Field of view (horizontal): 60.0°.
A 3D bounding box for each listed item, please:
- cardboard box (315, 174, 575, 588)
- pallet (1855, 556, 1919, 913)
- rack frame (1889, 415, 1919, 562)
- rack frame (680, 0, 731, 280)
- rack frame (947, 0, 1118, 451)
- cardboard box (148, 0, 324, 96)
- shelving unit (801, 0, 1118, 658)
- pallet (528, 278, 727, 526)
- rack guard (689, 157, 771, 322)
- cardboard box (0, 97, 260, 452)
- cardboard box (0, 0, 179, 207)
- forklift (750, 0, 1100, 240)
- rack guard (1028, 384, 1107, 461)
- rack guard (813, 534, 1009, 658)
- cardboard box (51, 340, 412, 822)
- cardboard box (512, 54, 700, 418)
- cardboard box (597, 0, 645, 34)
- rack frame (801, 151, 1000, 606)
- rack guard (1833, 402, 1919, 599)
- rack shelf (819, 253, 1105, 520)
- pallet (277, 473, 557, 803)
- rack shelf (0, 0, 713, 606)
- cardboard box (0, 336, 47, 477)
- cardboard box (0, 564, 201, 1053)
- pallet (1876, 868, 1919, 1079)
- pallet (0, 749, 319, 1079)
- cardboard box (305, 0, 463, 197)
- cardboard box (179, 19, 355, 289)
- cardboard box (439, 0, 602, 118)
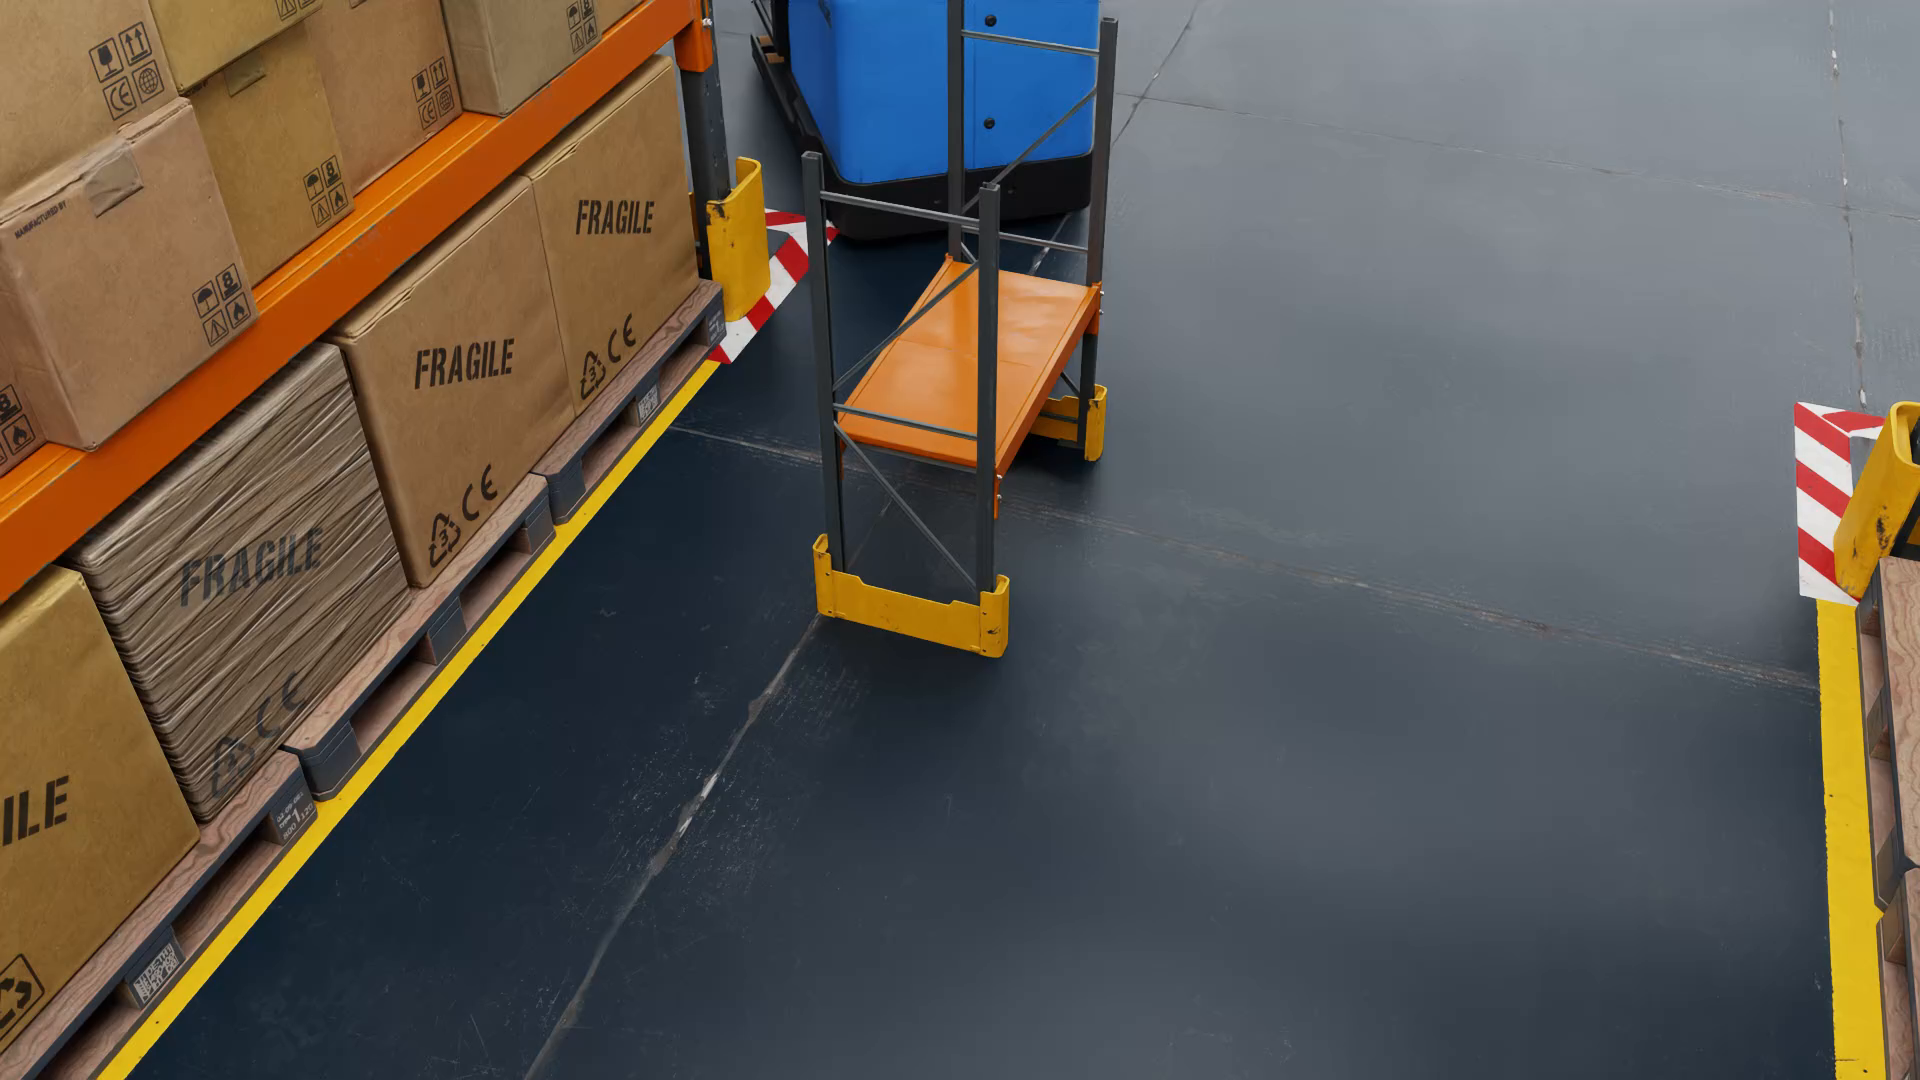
[{"bbox_3d":[-1.794,-0.547,4.893,0.875,0.875,0.875,13,42,14],"label":"cardboard box"},{"bbox_3d":[2.964,0.596,4.388,1.003,0.211,1.213,13,42,15],"label":"pallet"},{"bbox_3d":[3.301,-0.998,4.109,1.000,3.000,0.127,13,42,15],"label":"rack frame"},{"bbox_3d":[-1.326,-2.161,5.472,1.000,3.000,0.127,13,42,15],"label":"rack frame"},{"bbox_3d":[0.203,-0.933,5.188,0.500,1.500,0.032,13,42,15],"label":"rack frame"},{"bbox_3d":[-1.968,-1.392,3.622,0.875,0.550,0.500,13,42,15],"label":"cardboard box"},{"bbox_3d":[0.026,-0.617,4.818,0.587,1.500,1.083,13,42,15],"label":"shelving unit"},{"bbox_3d":[-1.525,-0.595,5.785,1.003,0.211,1.213,13,42,15],"label":"pallet"},{"bbox_3d":[-1.317,-1.225,6.300,1.175,0.500,0.348,13,42,15],"label":"rack guard"},{"bbox_3d":[-2.116,-0.650,3.585,0.875,0.550,0.550,13,42,15],"label":"cardboard box"},{"bbox_3d":[-2.142,-1.067,3.241,0.875,0.550,0.550,13,42,15],"label":"cardboard box"},{"bbox_3d":[-0.350,-3.256,6.808,1.130,2.935,3.031,-10,42,-12],"label":"forklift"},{"bbox_3d":[0.196,-0.445,5.579,0.587,0.250,0.087,13,42,15],"label":"rack guard"},{"bbox_3d":[-0.144,0.162,4.867,0.587,0.250,0.087,13,42,15],"label":"rack guard"},{"bbox_3d":[-2.108,0.009,4.242,0.875,0.875,0.875,14,42,15],"label":"cardboard box"},{"bbox_3d":[-1.495,-1.084,5.523,0.875,0.875,0.875,14,42,15],"label":"cardboard box"},{"bbox_3d":[-1.410,-1.982,5.146,0.875,0.550,0.550,13,42,15],"label":"cardboard box"},{"bbox_3d":[-0.145,-0.313,4.461,0.500,1.500,0.032,13,42,15],"label":"rack frame"},{"bbox_3d":[3.275,-0.001,4.866,1.175,0.500,0.348,13,42,15],"label":"rack guard"},{"bbox_3d":[0.029,-0.486,4.941,0.538,0.185,1.000,13,42,15],"label":"rack shelf"},{"bbox_3d":[-1.944,0.147,4.916,1.003,0.211,1.213,13,42,15],"label":"pallet"},{"bbox_3d":[-2.009,-0.667,4.275,1.077,0.370,4.000,13,42,15],"label":"rack shelf"},{"bbox_3d":[-2.412,-0.346,3.229,0.875,0.550,0.550,13,42,15],"label":"cardboard box"},{"bbox_3d":[-2.413,0.559,3.597,0.875,0.875,0.875,14,42,16],"label":"cardboard box"},{"bbox_3d":[2.545,1.338,3.519,1.003,0.211,1.213,13,42,15],"label":"pallet"},{"bbox_3d":[-2.360,0.893,4.040,1.003,0.211,1.213,13,42,15],"label":"pallet"},{"bbox_3d":[-1.887,-1.328,4.379,0.875,0.550,0.550,13,42,15],"label":"cardboard box"},{"bbox_3d":[-2.029,-0.995,3.990,0.875,0.550,0.500,13,42,15],"label":"cardboard box"},{"bbox_3d":[-1.577,-1.641,4.747,0.875,0.550,0.550,13,42,15],"label":"cardboard box"}]
